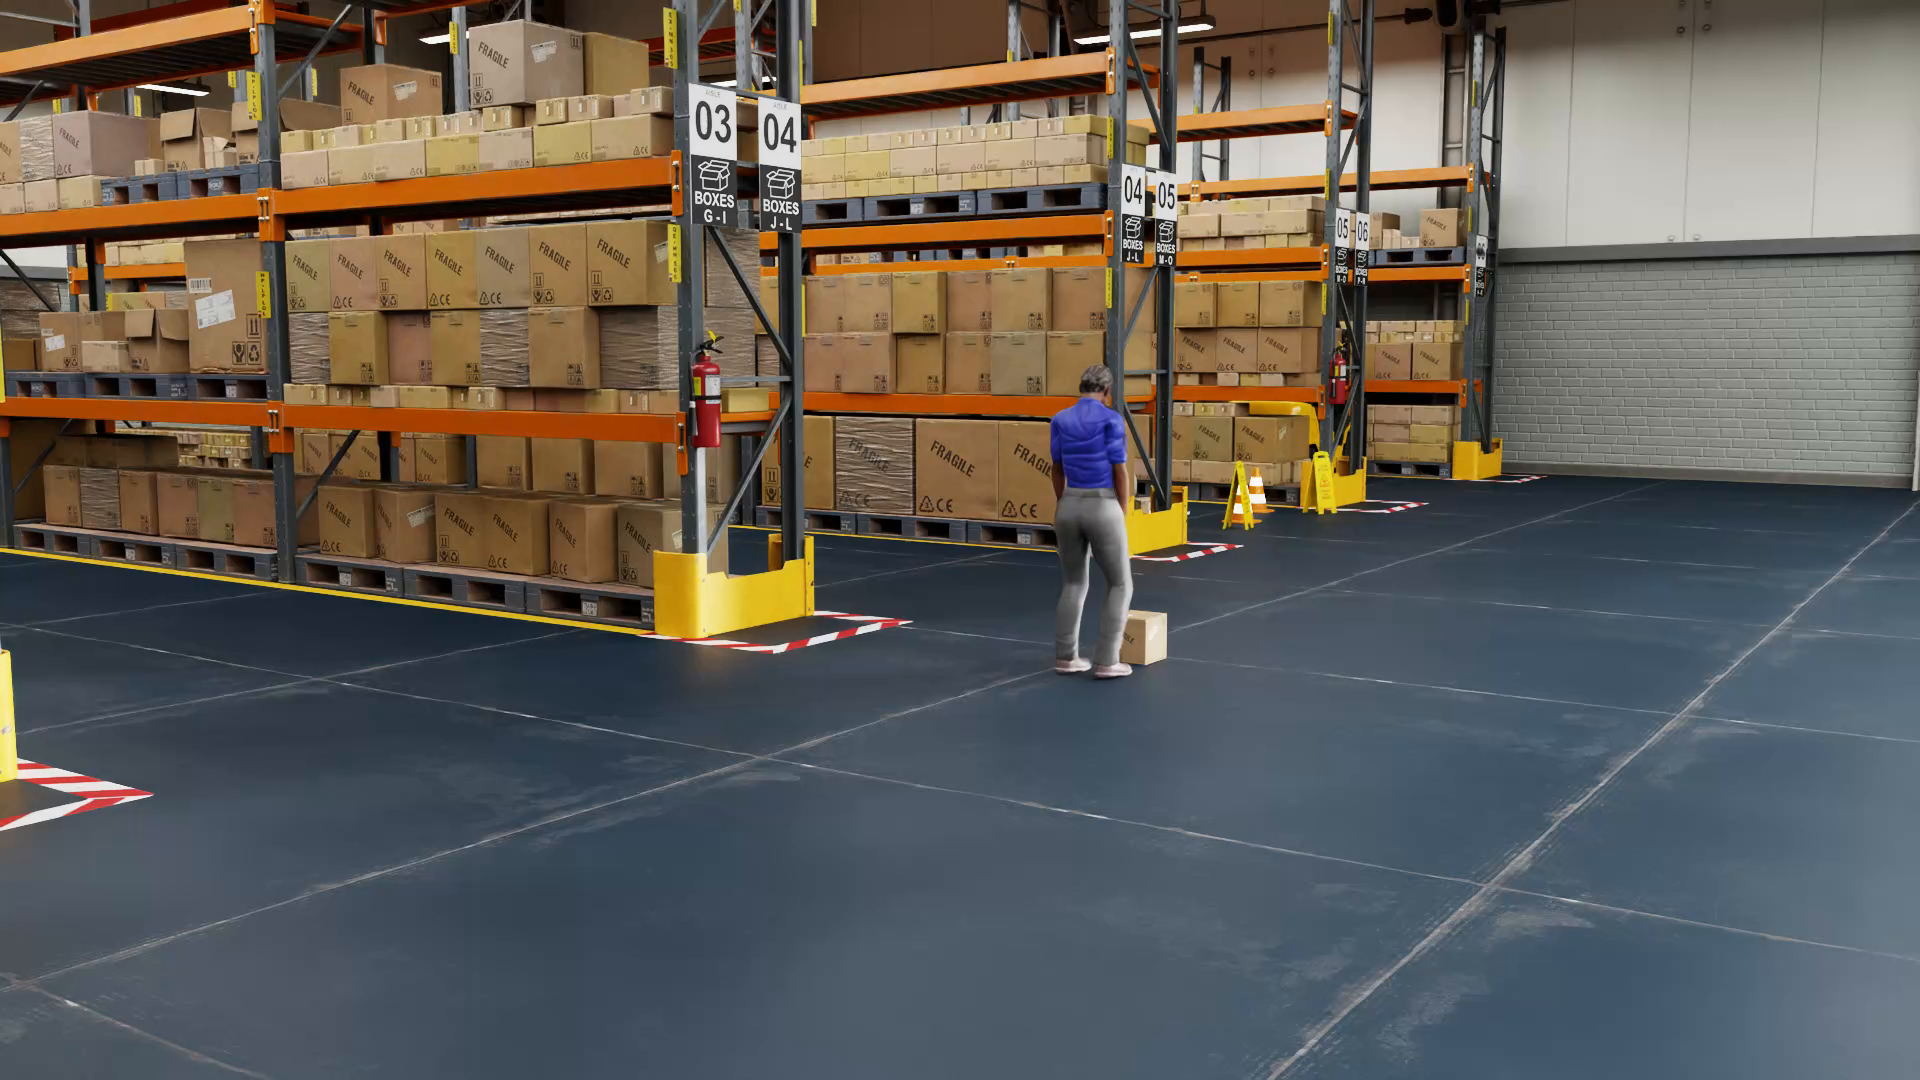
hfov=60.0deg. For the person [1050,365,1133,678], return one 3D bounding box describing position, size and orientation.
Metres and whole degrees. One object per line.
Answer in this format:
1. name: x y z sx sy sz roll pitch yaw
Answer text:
1. person: 0.668 -0.097 8.630 0.453 1.618 0.366 4 8 35
